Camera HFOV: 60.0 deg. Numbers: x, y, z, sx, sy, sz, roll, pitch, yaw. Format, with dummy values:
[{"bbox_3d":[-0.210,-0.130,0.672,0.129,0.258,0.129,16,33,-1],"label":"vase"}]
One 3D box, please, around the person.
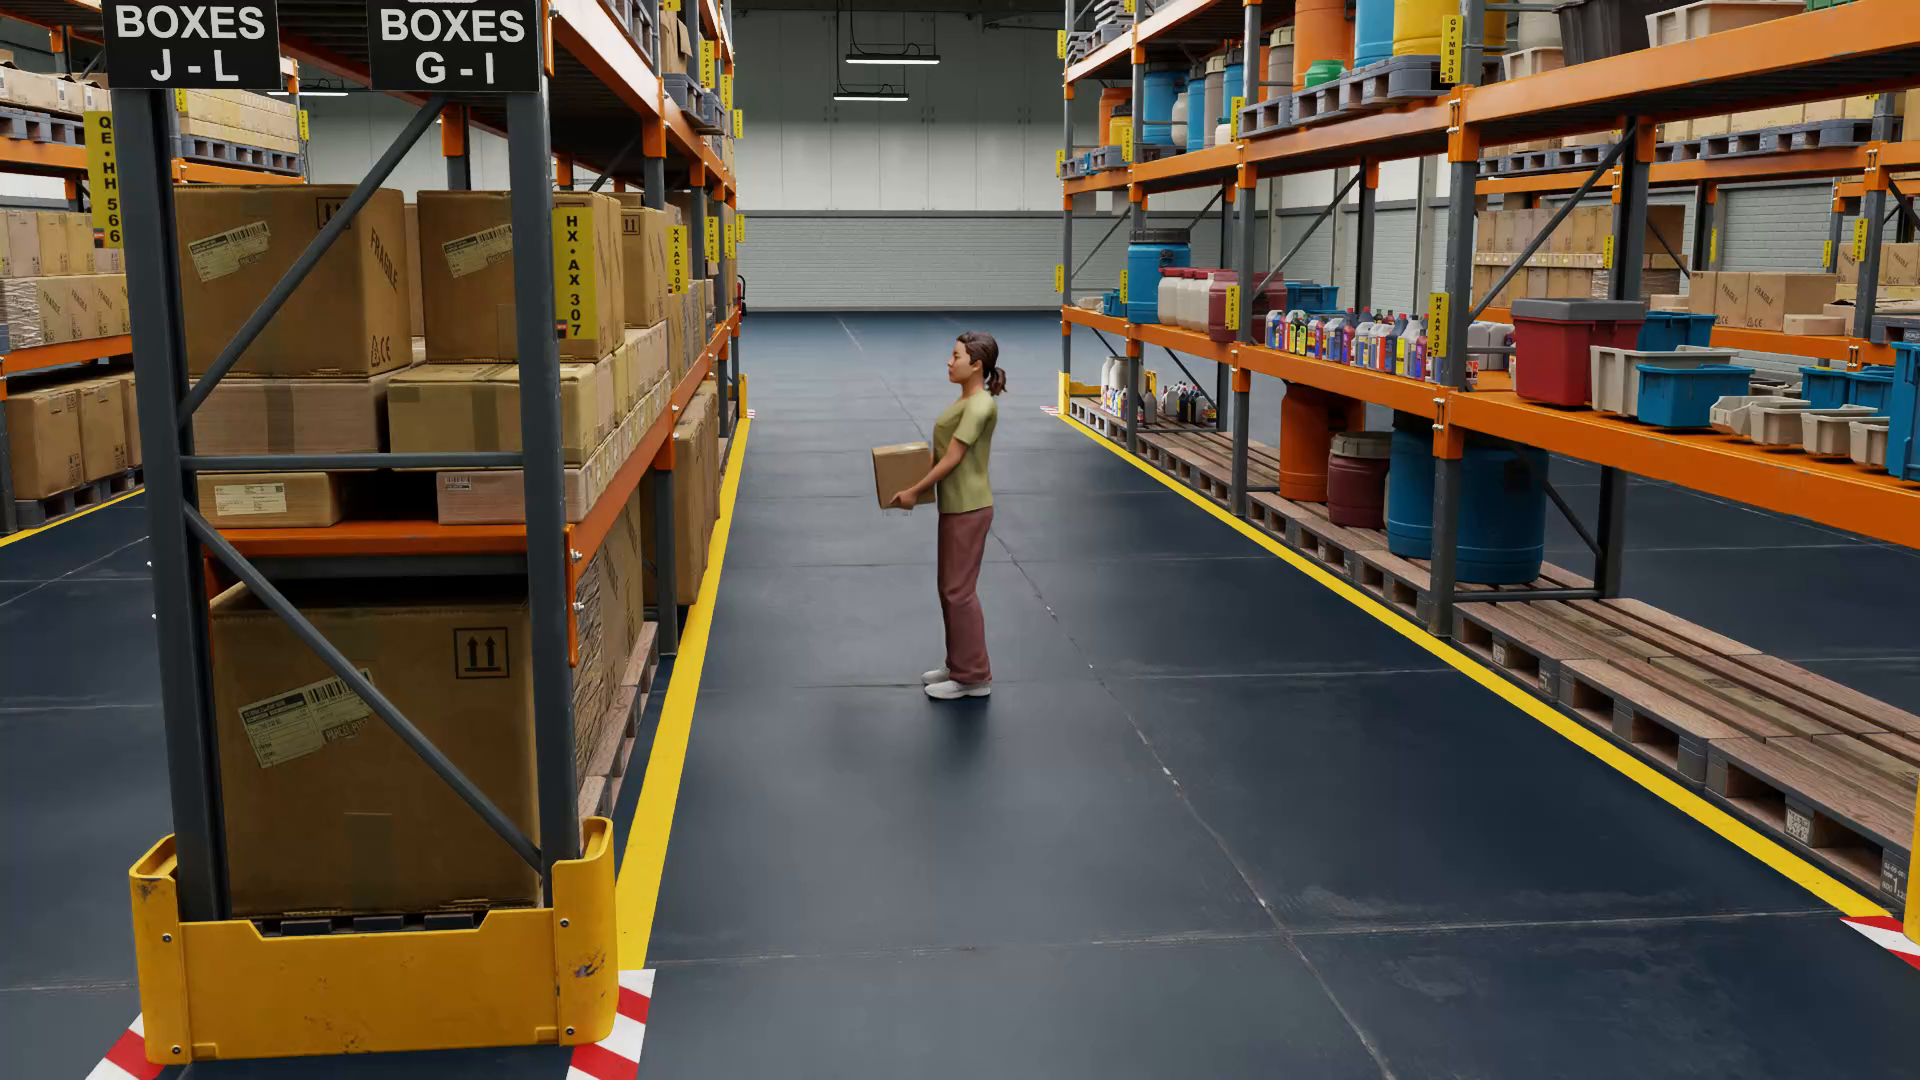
[{"bbox_3d":[-0.054,-0.117,7.603,0.549,1.665,0.426,-1,10,-5],"label":"person"}]
